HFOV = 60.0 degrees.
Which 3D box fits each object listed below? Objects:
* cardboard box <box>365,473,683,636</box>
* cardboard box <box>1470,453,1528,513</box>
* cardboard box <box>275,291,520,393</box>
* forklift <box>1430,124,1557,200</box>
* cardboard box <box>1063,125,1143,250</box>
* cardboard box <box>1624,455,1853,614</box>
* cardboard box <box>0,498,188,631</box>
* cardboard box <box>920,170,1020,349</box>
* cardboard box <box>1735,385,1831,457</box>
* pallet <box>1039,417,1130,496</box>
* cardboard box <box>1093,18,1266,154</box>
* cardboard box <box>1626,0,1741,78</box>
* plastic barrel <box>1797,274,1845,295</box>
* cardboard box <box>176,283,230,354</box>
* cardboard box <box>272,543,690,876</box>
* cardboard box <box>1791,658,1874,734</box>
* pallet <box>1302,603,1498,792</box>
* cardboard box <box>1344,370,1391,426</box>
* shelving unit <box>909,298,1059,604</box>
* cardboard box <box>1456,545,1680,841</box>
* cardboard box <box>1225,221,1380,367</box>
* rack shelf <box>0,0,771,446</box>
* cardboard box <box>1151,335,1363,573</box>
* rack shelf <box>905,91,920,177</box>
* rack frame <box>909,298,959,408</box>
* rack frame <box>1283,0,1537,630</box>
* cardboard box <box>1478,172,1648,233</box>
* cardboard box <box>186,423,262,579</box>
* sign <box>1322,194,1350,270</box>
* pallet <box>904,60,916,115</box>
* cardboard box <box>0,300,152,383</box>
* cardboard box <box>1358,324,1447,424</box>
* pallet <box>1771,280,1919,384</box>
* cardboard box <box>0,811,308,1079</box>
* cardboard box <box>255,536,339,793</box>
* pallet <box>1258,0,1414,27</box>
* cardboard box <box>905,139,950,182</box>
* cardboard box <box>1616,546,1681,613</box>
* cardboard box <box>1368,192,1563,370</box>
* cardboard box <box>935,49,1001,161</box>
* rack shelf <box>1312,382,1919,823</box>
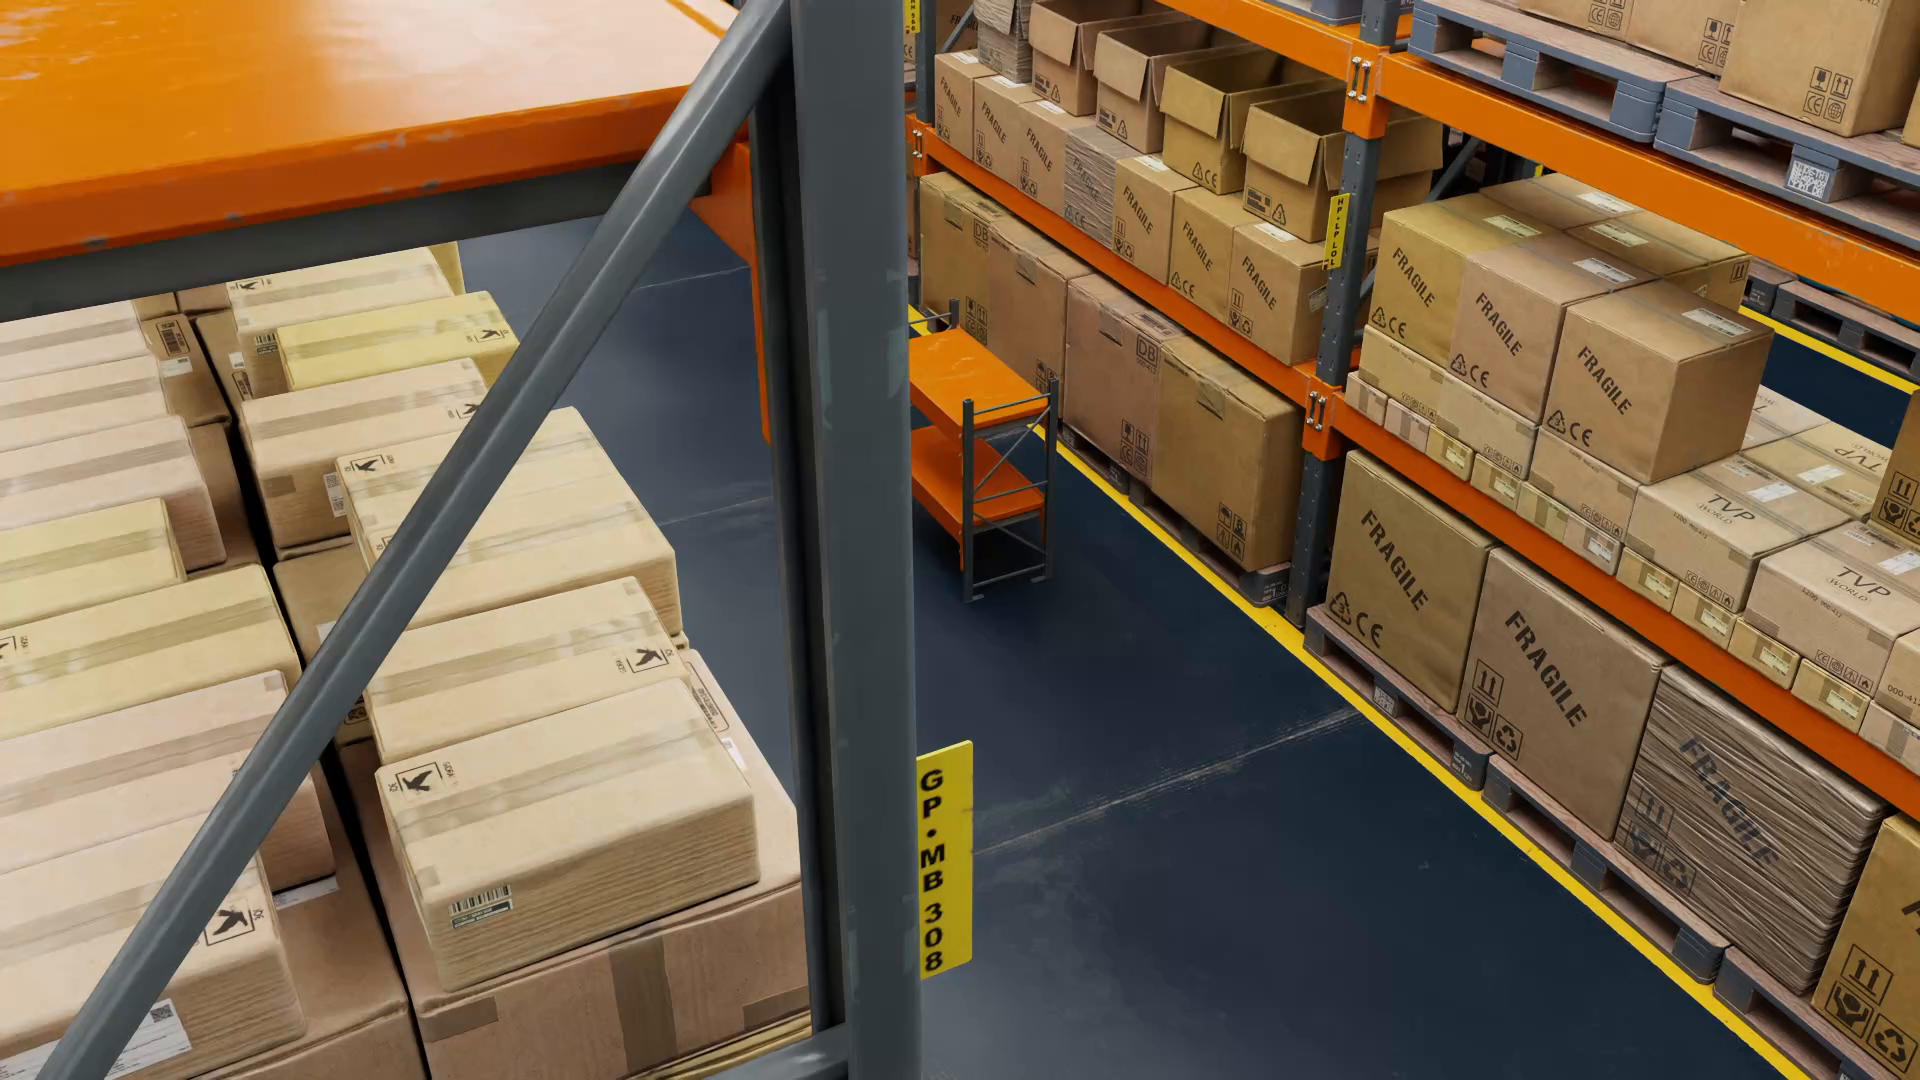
[{"bbox_3d":[-0.626,0.064,2.395,0.380,0.149,0.250,-16,36,-23],"label":"cardboard box"},{"bbox_3d":[2.272,-0.274,6.630,0.380,0.149,0.250,-17,36,-24],"label":"cardboard box"},{"bbox_3d":[-0.991,-0.299,2.961,0.380,0.149,0.250,-15,35,-22],"label":"cardboard box"},{"bbox_3d":[2.970,-2.285,9.599,1.130,2.935,3.031,-14,35,-21],"label":"forklift"},{"bbox_3d":[0.895,-1.903,8.847,0.500,0.500,0.500,-16,36,-23],"label":"cardboard box"},{"bbox_3d":[2.743,-0.031,5.881,0.500,0.250,0.500,-16,36,-23],"label":"cardboard box"},{"bbox_3d":[-1.294,0.101,2.337,0.380,0.149,0.250,-15,36,-22],"label":"cardboard box"},{"bbox_3d":[0.497,-1.837,10.417,1.225,0.875,0.875,-18,37,-25],"label":"cardboard box"},{"bbox_3d":[2.978,-0.408,6.469,0.500,0.250,0.500,-15,36,-22],"label":"cardboard box"},{"bbox_3d":[1.059,-0.739,9.707,1.003,0.211,1.213,-16,36,-23],"label":"pallet"},{"bbox_3d":[1.140,-2.371,8.647,0.797,0.503,0.637,-15,35,-22],"label":"cardboard box"},{"bbox_3d":[2.723,-1.888,5.562,0.700,0.500,0.500,-14,35,-21],"label":"cardboard box"},{"bbox_3d":[5.871,-2.121,10.836,0.600,0.901,0.708,-16,36,-23],"label":"plastic barrel"},{"bbox_3d":[-1.457,-0.536,3.702,0.500,0.250,0.500,-14,35,-21],"label":"cardboard box"},{"bbox_3d":[-0.731,0.194,2.562,0.500,0.250,0.500,-16,36,-24],"label":"cardboard box"},{"bbox_3d":[2.989,0.460,5.484,0.380,0.149,0.250,-17,36,-24],"label":"cardboard box"},{"bbox_3d":[2.344,0.576,7.655,1.003,0.211,1.213,-16,36,-23],"label":"pallet"},{"bbox_3d":[1.902,-0.650,7.217,0.380,0.149,0.250,-16,36,-23],"label":"cardboard box"},{"bbox_3d":[0.003,-0.470,8.442,0.538,1.125,1.048,-16,36,-23],"label":"shelving unit"},{"bbox_3d":[2.715,0.502,6.766,0.875,0.875,0.875,-16,36,-23],"label":"cardboard box"},{"bbox_3d":[1.599,-1.177,7.714,0.500,0.500,0.500,-16,36,-23],"label":"cardboard box"},{"bbox_3d":[-1.444,-1.048,2.715,1.077,0.370,4.000,-16,36,-23],"label":"rack shelf"},{"bbox_3d":[1.742,-0.563,8.428,1.225,0.875,0.875,-16,36,-23],"label":"cardboard box"},{"bbox_3d":[-0.739,-3.541,12.163,1.077,0.370,4.000,-16,36,-23],"label":"rack shelf"},{"bbox_3d":[-0.234,-0.713,8.820,0.500,1.125,0.032,-16,36,-23],"label":"rack frame"},{"bbox_3d":[2.058,-0.980,7.500,1.000,3.000,0.127,-16,36,-23],"label":"rack frame"},{"bbox_3d":[2.509,-1.206,7.020,0.500,0.500,0.500,-15,36,-22],"label":"cardboard box"},{"bbox_3d":[-1.427,0.073,2.751,0.500,0.250,0.500,-15,36,-22],"label":"cardboard box"},{"bbox_3d":[1.583,-1.293,6.988,0.100,0.325,0.005,-16,36,-23],"label":"sign"},{"bbox_3d":[-0.233,-3.122,11.020,1.213,0.211,1.003,-16,36,-23],"label":"pallet"},{"bbox_3d":[-1.624,-0.275,2.924,0.380,0.149,0.250,-17,36,-24],"label":"cardboard box"},{"bbox_3d":[2.046,-0.752,7.007,0.500,0.250,0.500,-17,36,-24],"label":"cardboard box"},{"bbox_3d":[6.117,-1.431,10.788,1.003,0.211,1.213,-16,36,-23],"label":"pallet"},{"bbox_3d":[-0.927,0.465,1.769,0.380,0.149,0.250,-16,36,-24],"label":"cardboard box"},{"bbox_3d":[-0.988,0.154,3.087,0.500,0.250,0.500,-17,36,-25],"label":"cardboard box"},{"bbox_3d":[1.587,-2.588,7.406,0.805,0.209,1.217,-17,37,-25],"label":"pallet"},{"bbox_3d":[-0.146,-2.650,11.320,0.500,0.250,0.500,-14,35,-21],"label":"cardboard box"},{"bbox_3d":[2.630,0.094,6.056,0.380,0.149,0.250,-17,36,-24],"label":"cardboard box"},{"bbox_3d":[2.056,-1.065,6.800,0.500,0.500,0.500,-16,36,-23],"label":"cardboard box"},{"bbox_3d":[0.179,-2.631,9.983,0.500,0.500,0.500,-15,35,-22],"label":"cardboard box"},{"bbox_3d":[2.991,0.277,6.204,1.077,0.370,4.000,-16,36,-23],"label":"rack shelf"}]
